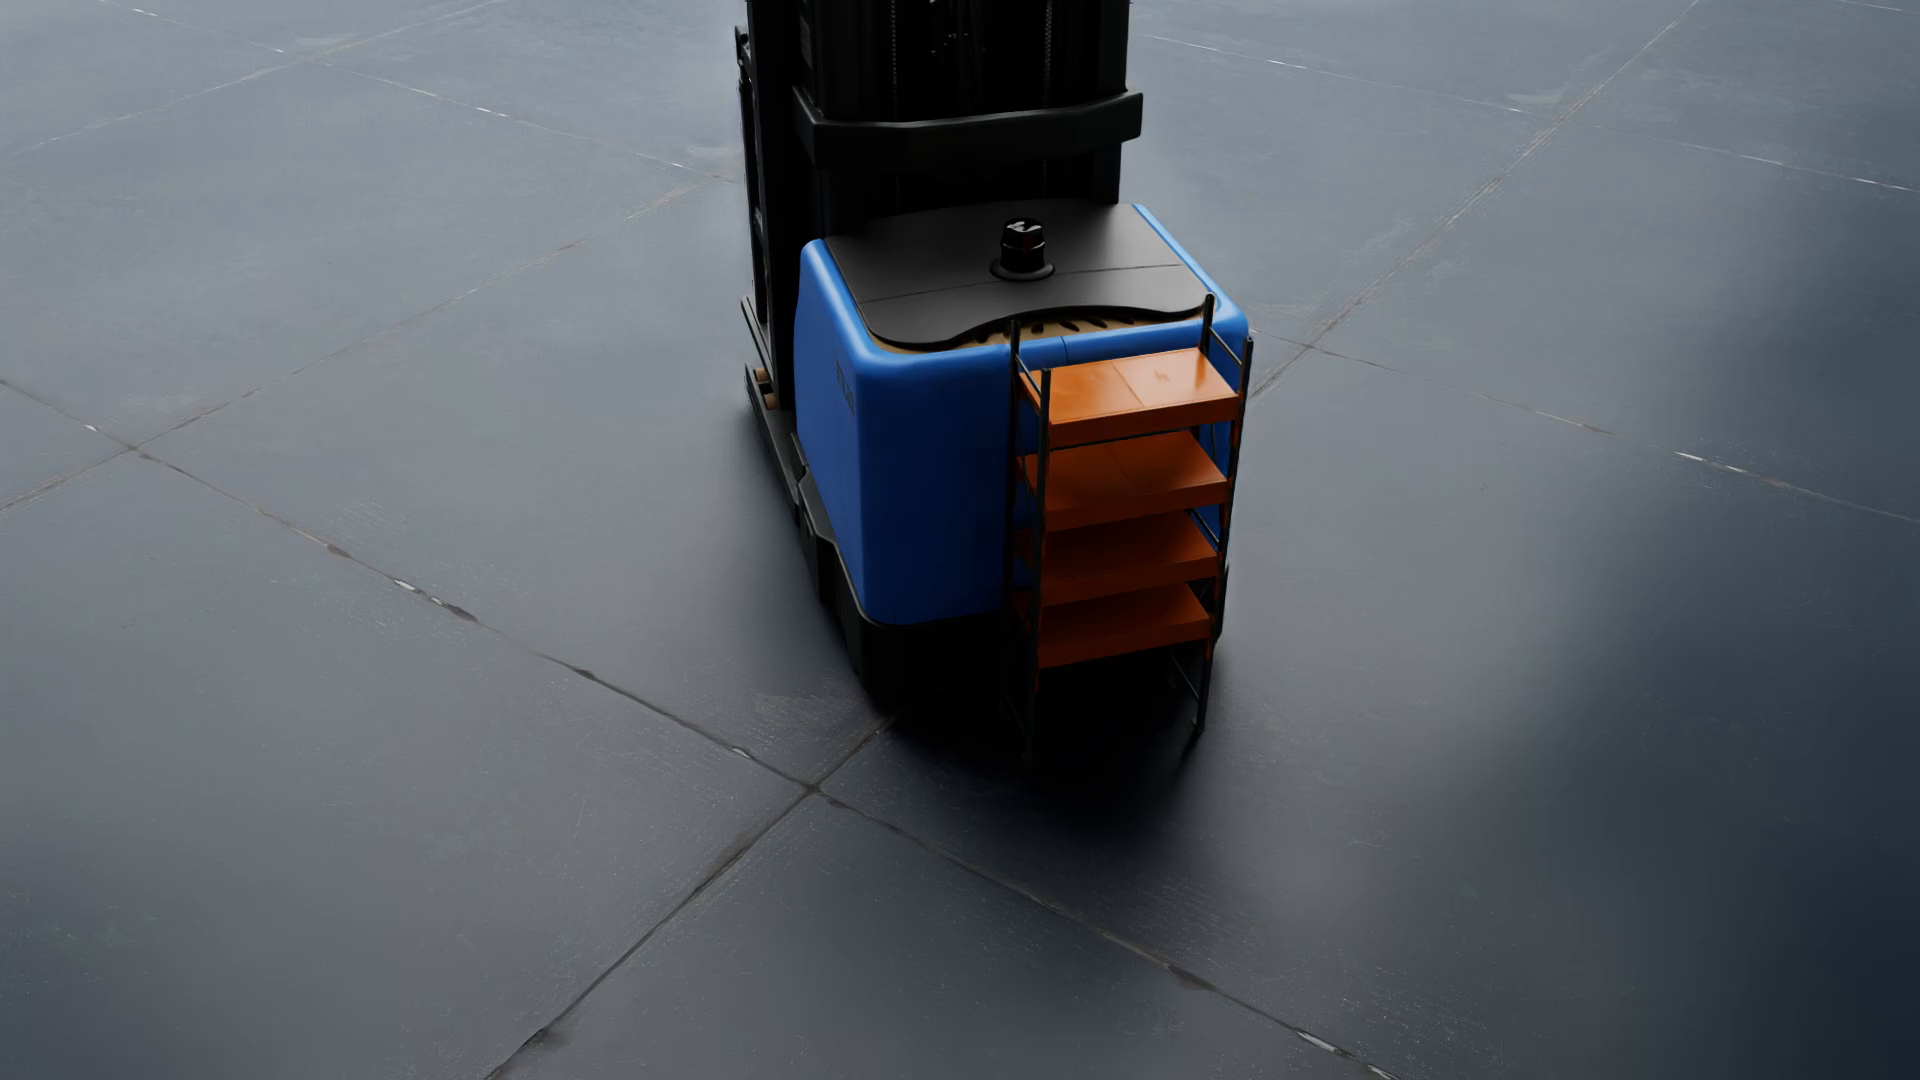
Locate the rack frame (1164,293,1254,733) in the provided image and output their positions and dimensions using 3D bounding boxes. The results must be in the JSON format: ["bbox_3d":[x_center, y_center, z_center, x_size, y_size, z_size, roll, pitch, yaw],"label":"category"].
[{"bbox_3d":[0.621,-0.034,4.221,0.015,1.200,0.240,-10,37,-14],"label":"rack frame"}]

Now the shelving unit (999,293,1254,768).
[{"bbox_3d":[0.387,0.005,4.163,0.503,1.200,0.258,-10,37,-14],"label":"shelving unit"}]

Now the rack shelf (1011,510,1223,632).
[{"bbox_3d":[0.387,0.060,4.203,0.480,0.148,0.258,-10,37,-14],"label":"rack shelf"}]

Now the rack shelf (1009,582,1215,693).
[{"bbox_3d":[0.385,0.220,4.319,0.480,0.148,0.258,-10,37,-14],"label":"rack shelf"}]

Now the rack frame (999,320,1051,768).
[{"bbox_3d":[0.154,0.045,4.105,0.015,1.200,0.240,-10,37,-14],"label":"rack frame"}]

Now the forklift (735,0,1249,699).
[{"bbox_3d":[-0.131,-1.606,5.008,1.130,2.935,3.031,-9,35,-13],"label":"forklift"}]

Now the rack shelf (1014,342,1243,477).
[{"bbox_3d":[0.391,-0.313,3.932,0.480,0.148,0.258,-10,37,-14],"label":"rack shelf"}]

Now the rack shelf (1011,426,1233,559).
[{"bbox_3d":[0.389,-0.121,4.071,0.480,0.148,0.258,-10,37,-14],"label":"rack shelf"}]
